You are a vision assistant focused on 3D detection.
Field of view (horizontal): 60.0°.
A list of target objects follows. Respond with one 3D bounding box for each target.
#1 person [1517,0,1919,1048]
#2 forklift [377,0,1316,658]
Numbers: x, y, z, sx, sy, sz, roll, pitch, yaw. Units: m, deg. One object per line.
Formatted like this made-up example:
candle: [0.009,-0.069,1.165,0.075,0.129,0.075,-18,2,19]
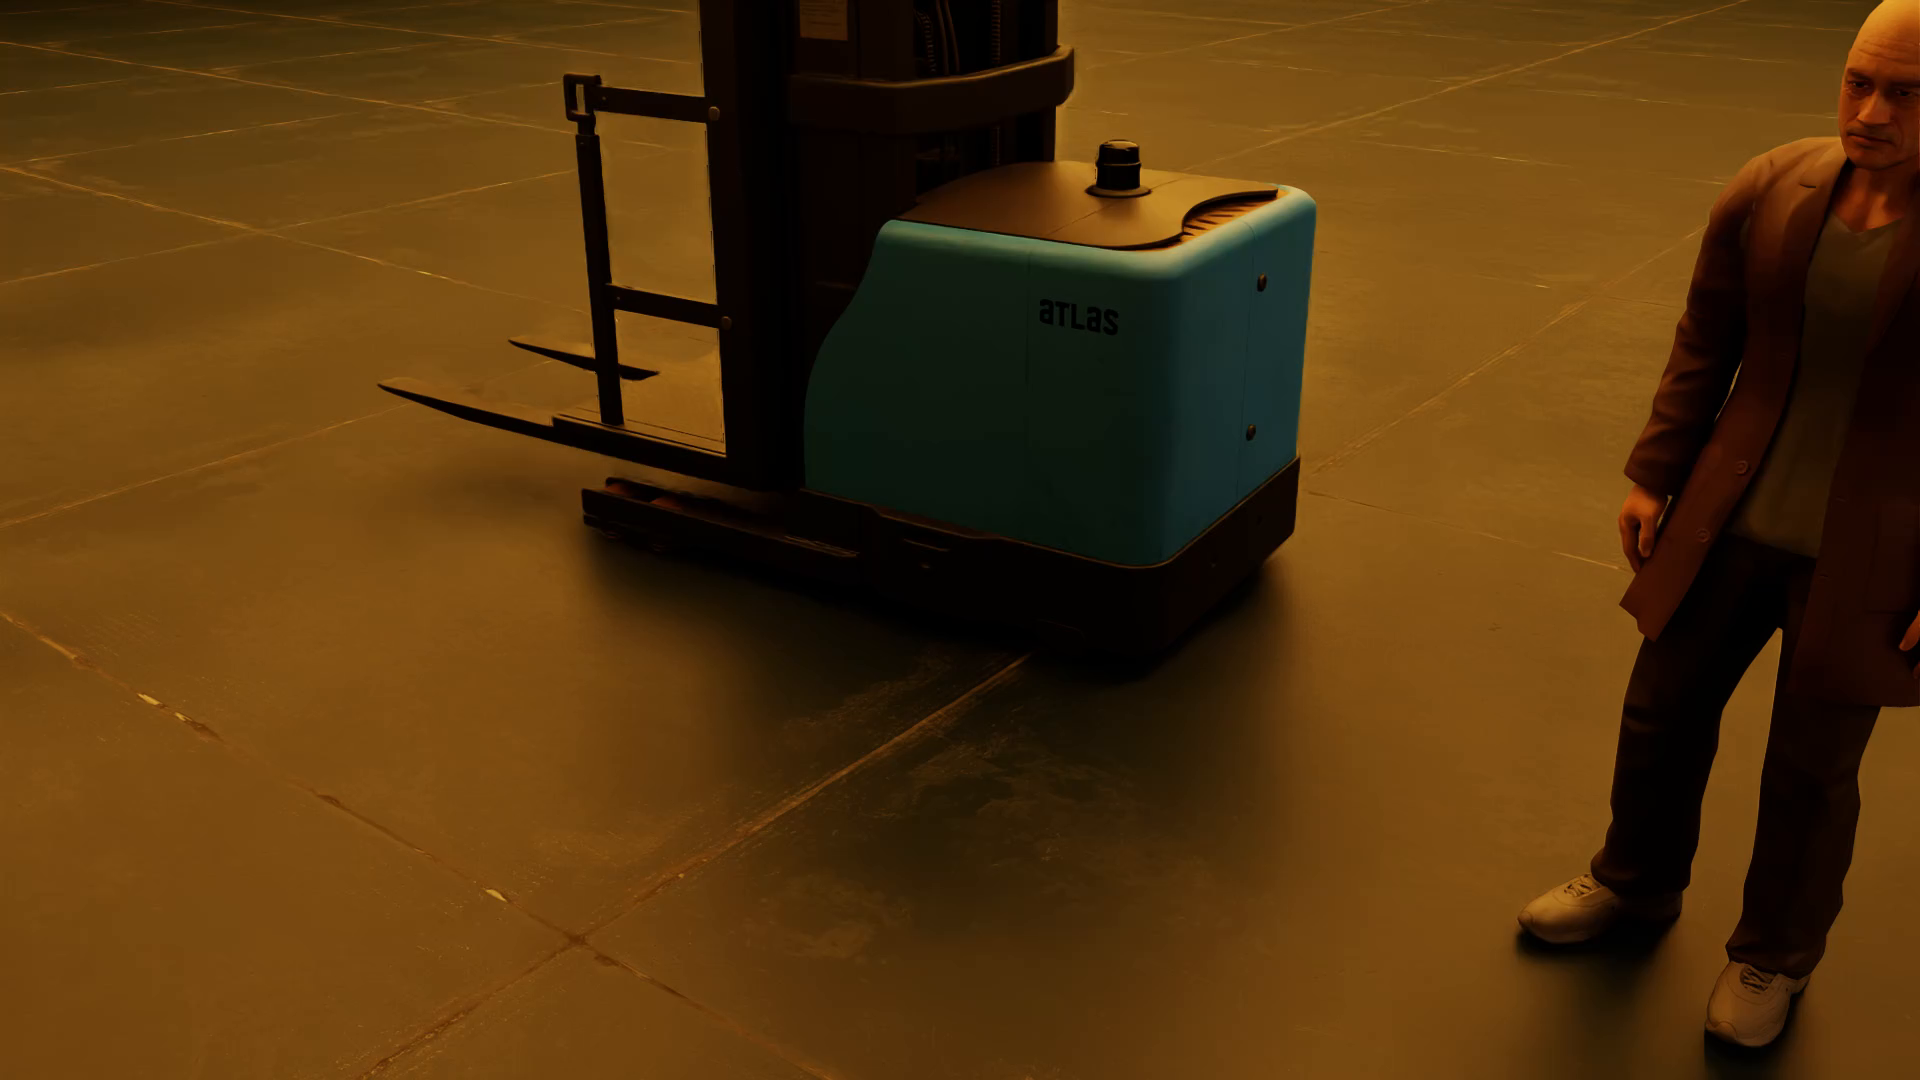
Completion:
person: [1.416,-0.003,2.791,0.430,1.772,0.647,-18,29,-35]
forklift: [-0.538,-1.470,4.719,3.031,2.935,1.130,14,27,29]
